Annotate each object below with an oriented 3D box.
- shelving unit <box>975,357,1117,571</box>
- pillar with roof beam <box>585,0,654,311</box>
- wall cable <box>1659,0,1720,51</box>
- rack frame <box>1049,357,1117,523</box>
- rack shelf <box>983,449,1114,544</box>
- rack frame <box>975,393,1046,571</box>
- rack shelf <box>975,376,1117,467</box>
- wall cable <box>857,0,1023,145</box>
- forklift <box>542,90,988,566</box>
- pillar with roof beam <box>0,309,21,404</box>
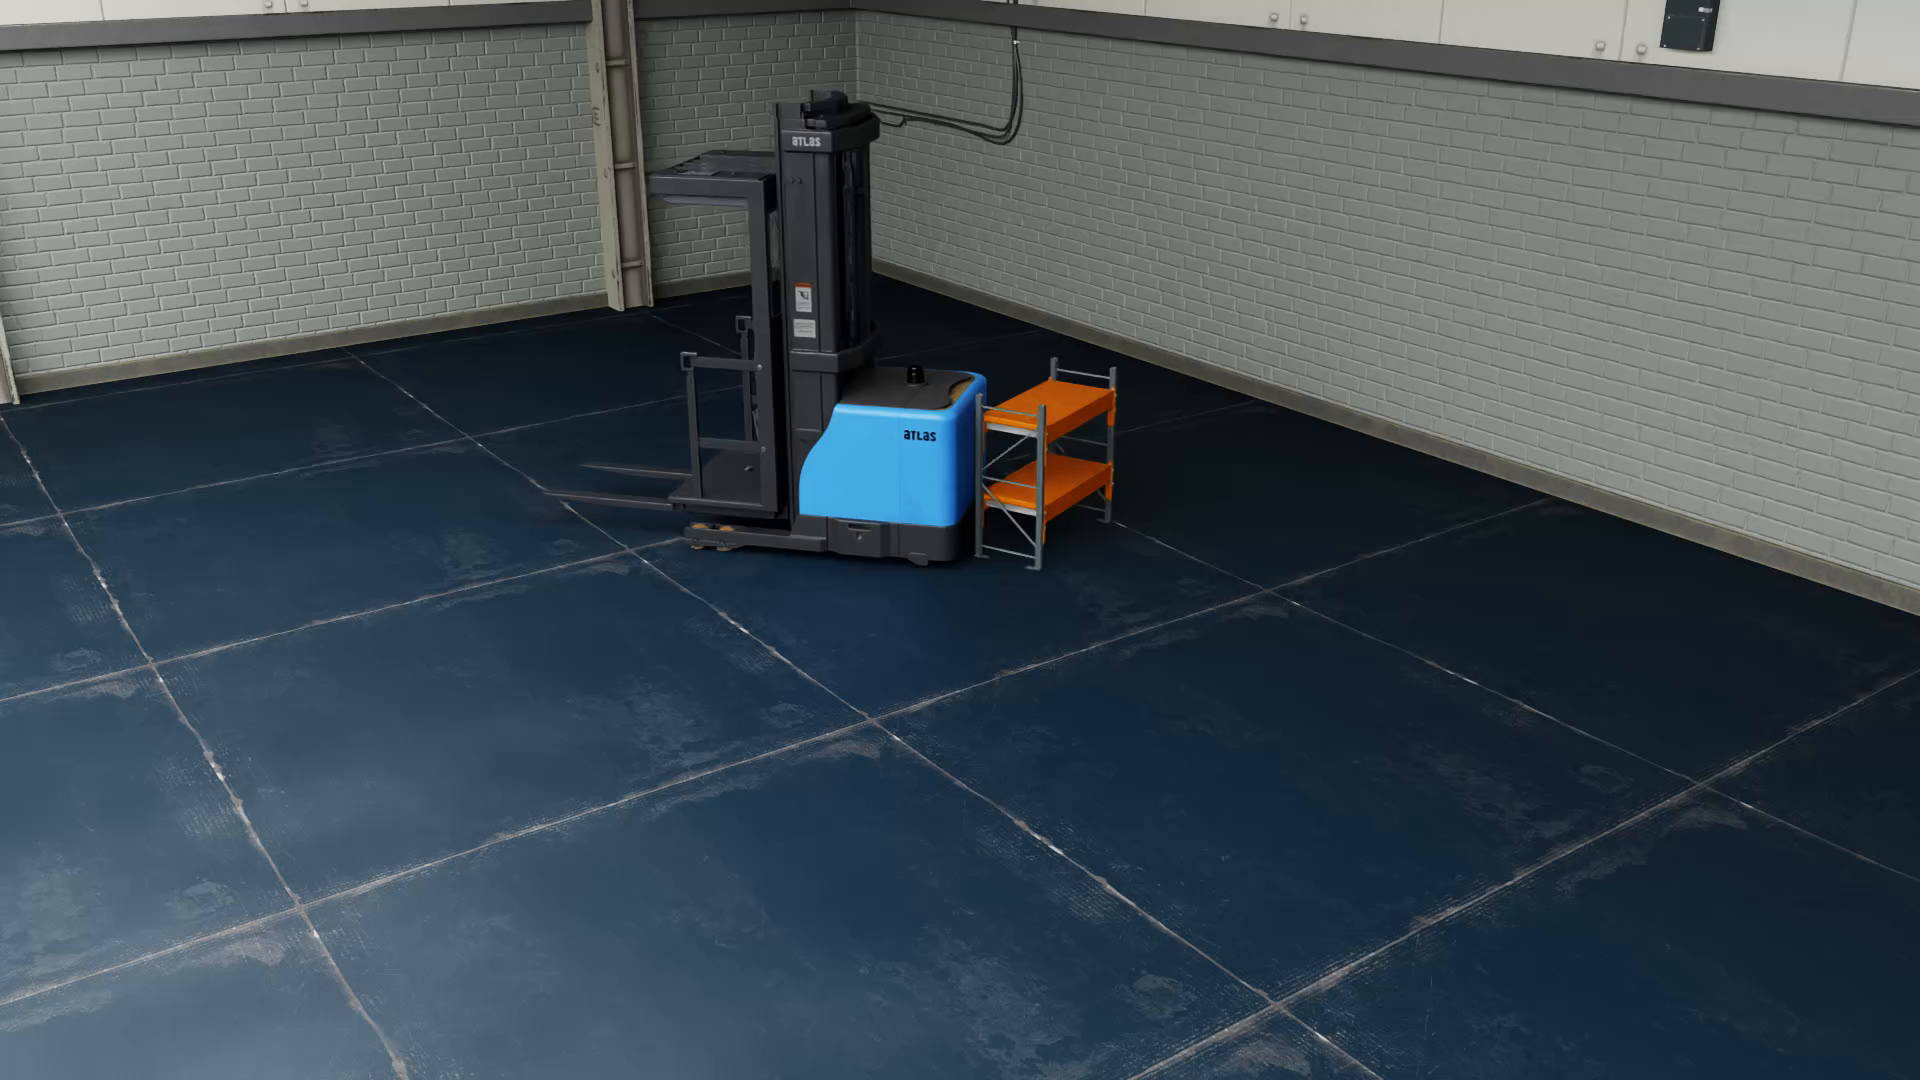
[{"bbox_3d":[0.585,-0.534,11.217,0.538,1.125,1.048,13,25,29],"label":"shelving unit"},{"bbox_3d":[-0.972,-5.366,12.702,0.400,9.000,9.100,-15,26,-33],"label":"pillar with roof beam"},{"bbox_3d":[5.209,-5.621,8.752,0.169,6.003,2.305,-15,26,-33],"label":"wall cable"},{"bbox_3d":[0.849,-0.695,11.620,0.500,1.125,0.032,13,25,29],"label":"rack frame"},{"bbox_3d":[0.585,-0.307,11.307,0.538,0.278,1.000,13,25,29],"label":"rack shelf"},{"bbox_3d":[0.322,-0.373,10.813,0.500,1.125,0.032,13,25,29],"label":"rack frame"},{"bbox_3d":[0.585,-0.806,11.108,0.538,0.278,1.000,13,25,29],"label":"rack shelf"},{"bbox_3d":[-0.323,-5.459,17.124,0.112,2.526,3.097,-15,26,-33],"label":"wall cable"},{"bbox_3d":[-1.376,-1.468,11.120,3.031,2.935,1.130,5,22,13],"label":"forklift"},{"bbox_3d":[-5.843,-4.067,9.447,0.400,9.000,9.100,-15,26,-33],"label":"pillar with roof beam"}]
